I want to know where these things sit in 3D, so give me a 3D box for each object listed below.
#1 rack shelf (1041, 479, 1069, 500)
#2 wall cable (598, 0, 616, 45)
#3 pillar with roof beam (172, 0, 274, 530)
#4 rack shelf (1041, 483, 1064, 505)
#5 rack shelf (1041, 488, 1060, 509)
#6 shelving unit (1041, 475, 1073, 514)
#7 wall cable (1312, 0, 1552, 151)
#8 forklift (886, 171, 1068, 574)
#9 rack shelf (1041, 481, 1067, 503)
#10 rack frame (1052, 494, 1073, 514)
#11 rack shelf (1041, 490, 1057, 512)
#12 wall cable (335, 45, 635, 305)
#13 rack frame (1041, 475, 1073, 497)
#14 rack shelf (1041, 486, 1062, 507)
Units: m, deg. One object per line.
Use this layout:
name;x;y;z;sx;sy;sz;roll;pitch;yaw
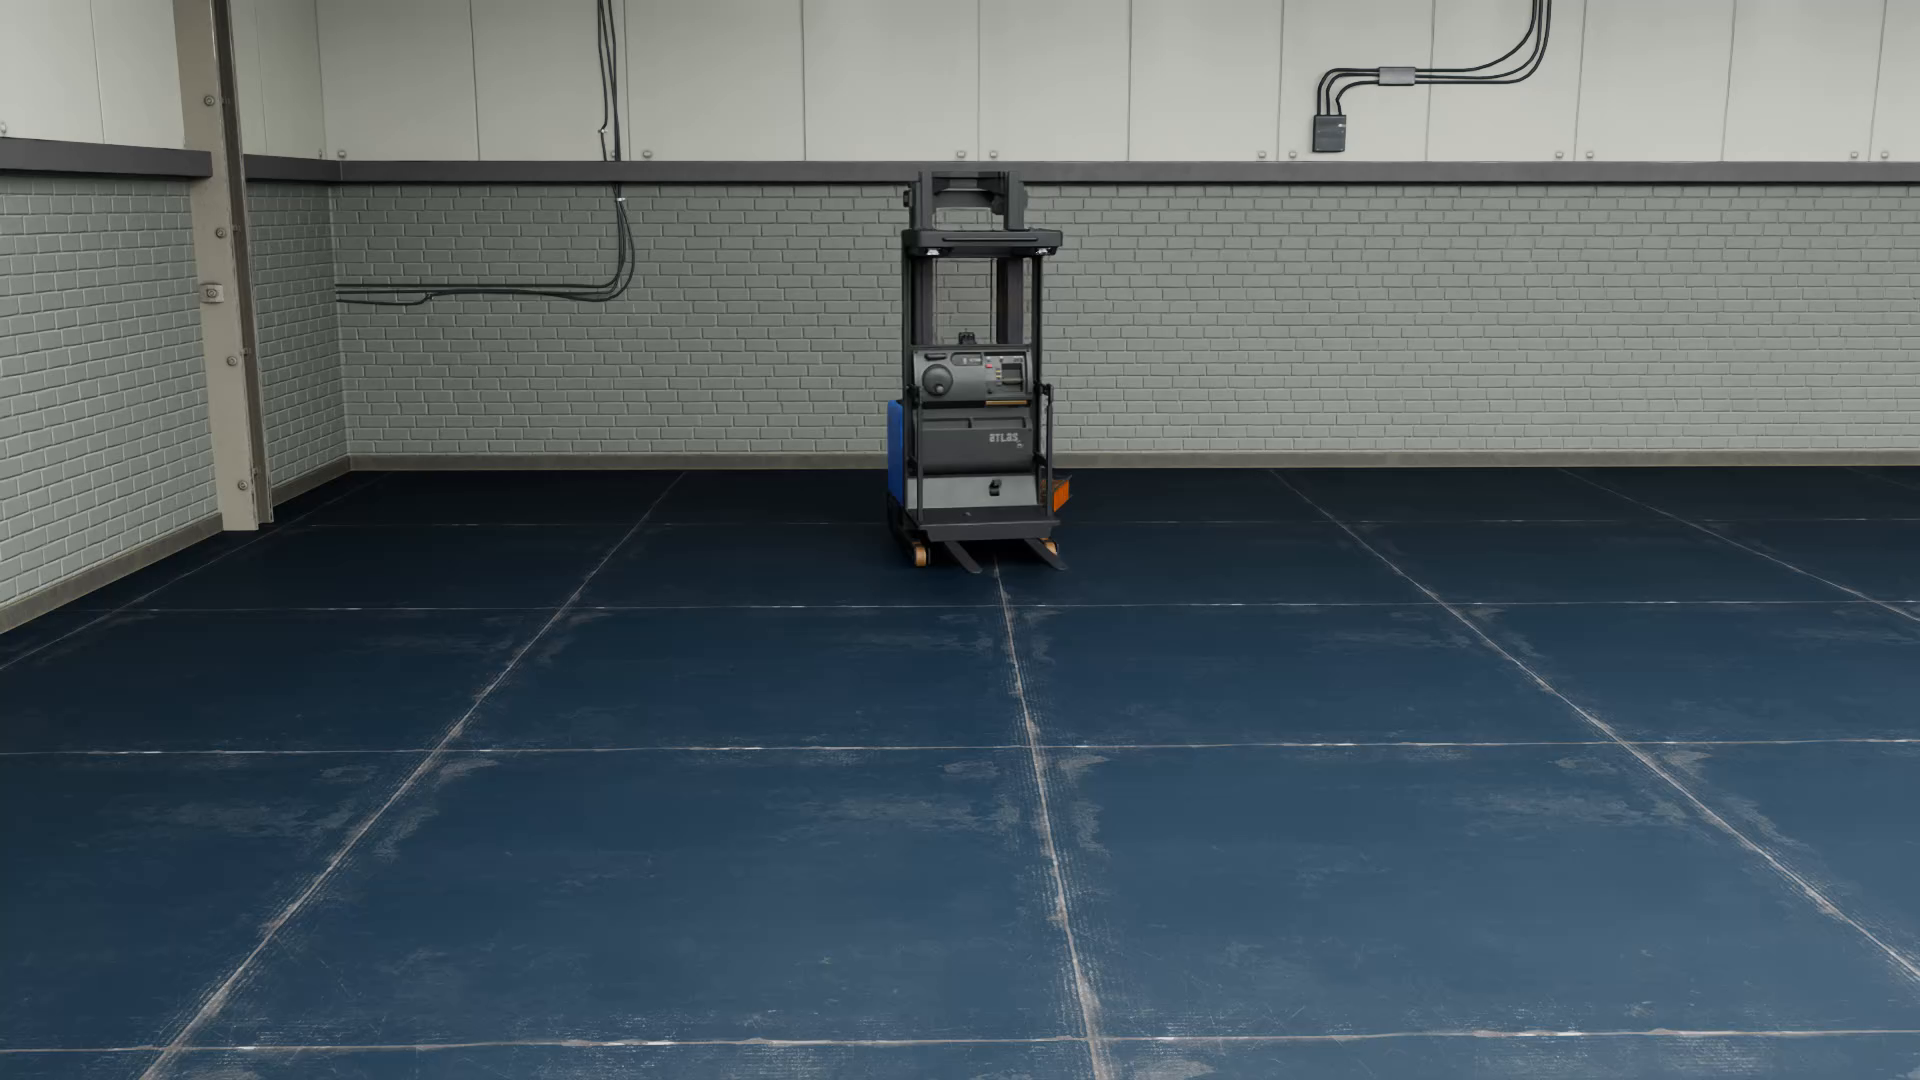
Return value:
rack shelf;0.878;-0.468;15.377;0.258;0.180;0.103;3;12;14
wall cable;-2.105;-6.087;16.038;3.097;2.526;0.112;0;11;-1
pillar with roof beam;-1.767;-4.549;13.351;9.100;9.000;0.400;0;11;-1
rack shelf;0.820;-0.421;15.149;0.258;0.180;0.103;3;12;14
rack shelf;0.761;-0.375;14.921;0.258;0.180;0.103;3;12;14
shelving unit;0.801;-0.407;15.077;0.258;0.189;1.200;3;12;14
wall cable;4.682;-6.825;16.015;2.305;6.003;0.169;0;11;-1
forklift;0.140;-1.303;12.609;1.130;2.935;3.031;-2;12;-10
rack shelf;0.849;-0.445;15.263;0.258;0.180;0.103;3;12;14
rack frame;0.801;-0.317;15.096;0.240;0.006;1.200;3;12;14
rack shelf;0.732;-0.352;14.807;0.258;0.180;0.103;3;12;14
wall cable;-4.810;-3.601;16.486;3.097;2.526;0.112;0;11;-1
rack frame;0.801;-0.496;15.059;0.240;0.006;1.200;3;12;14
rack shelf;0.790;-0.398;15.035;0.258;0.180;0.103;3;12;14
